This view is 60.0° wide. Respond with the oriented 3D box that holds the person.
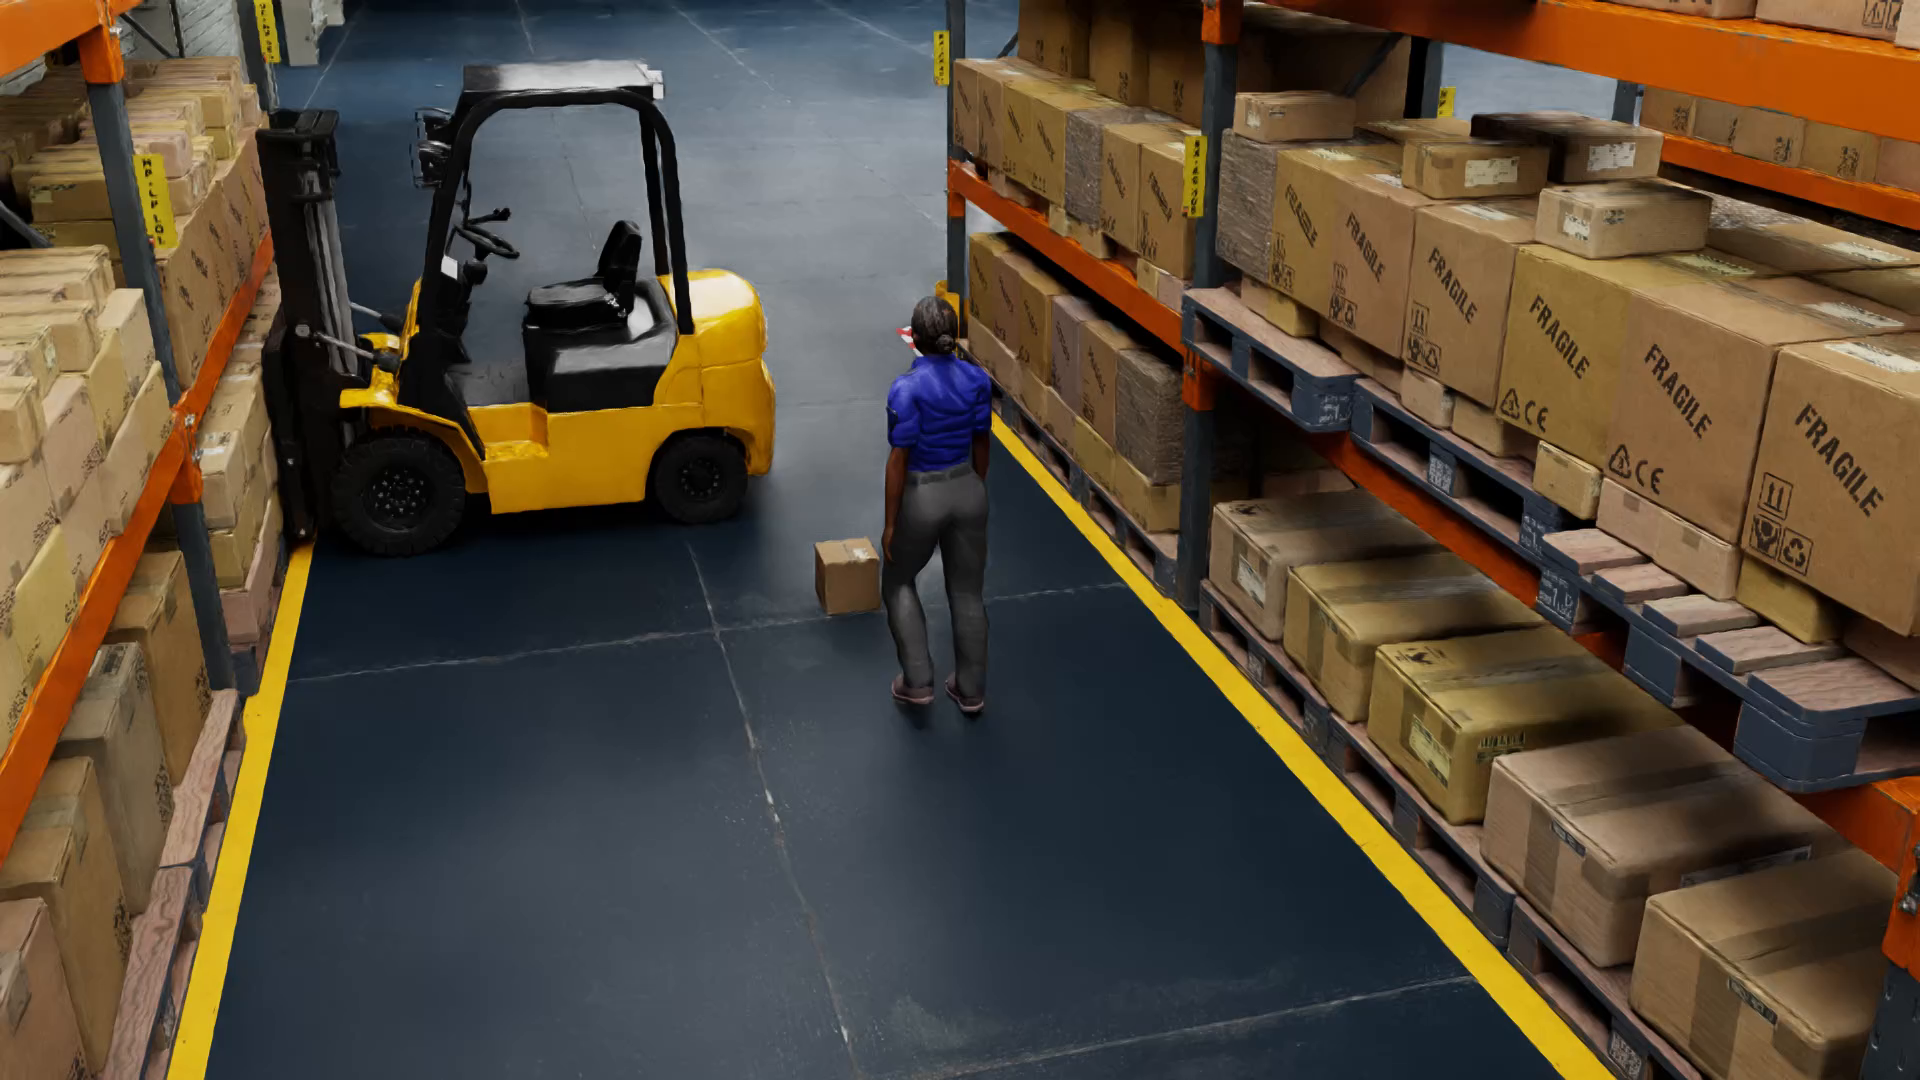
[{"bbox_3d":[-0.098,-0.121,6.353,0.490,1.652,0.403,-12,26,-26],"label":"person"}]
